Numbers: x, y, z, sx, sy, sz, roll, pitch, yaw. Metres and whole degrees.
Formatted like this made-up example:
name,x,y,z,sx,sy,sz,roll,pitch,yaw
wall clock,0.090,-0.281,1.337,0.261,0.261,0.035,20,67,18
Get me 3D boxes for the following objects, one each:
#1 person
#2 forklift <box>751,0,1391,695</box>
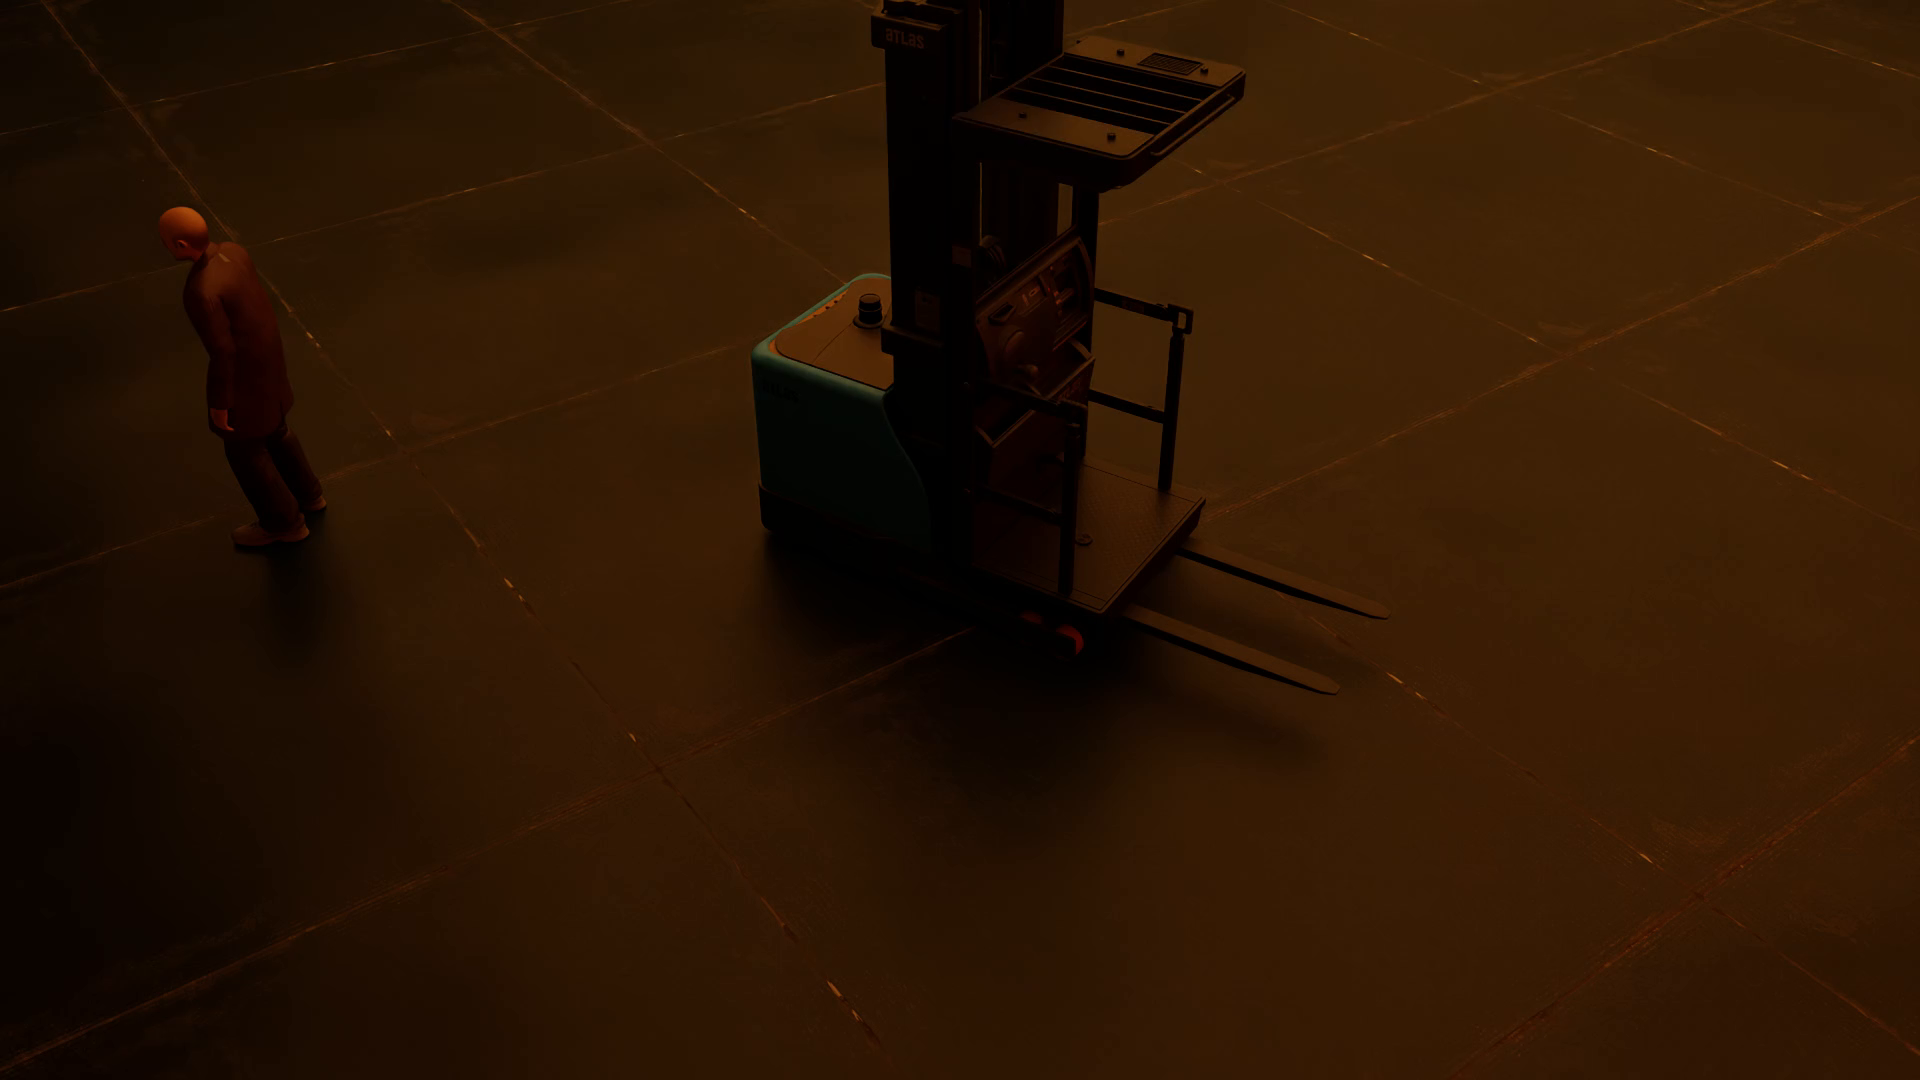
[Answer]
name,x,y,z,sx,sy,sz,roll,pitch,yaw
person,-3.453,-0.783,7.978,0.436,1.772,0.649,0,36,0
forklift,0.514,-0.985,7.276,3.031,2.935,1.130,21,41,26
